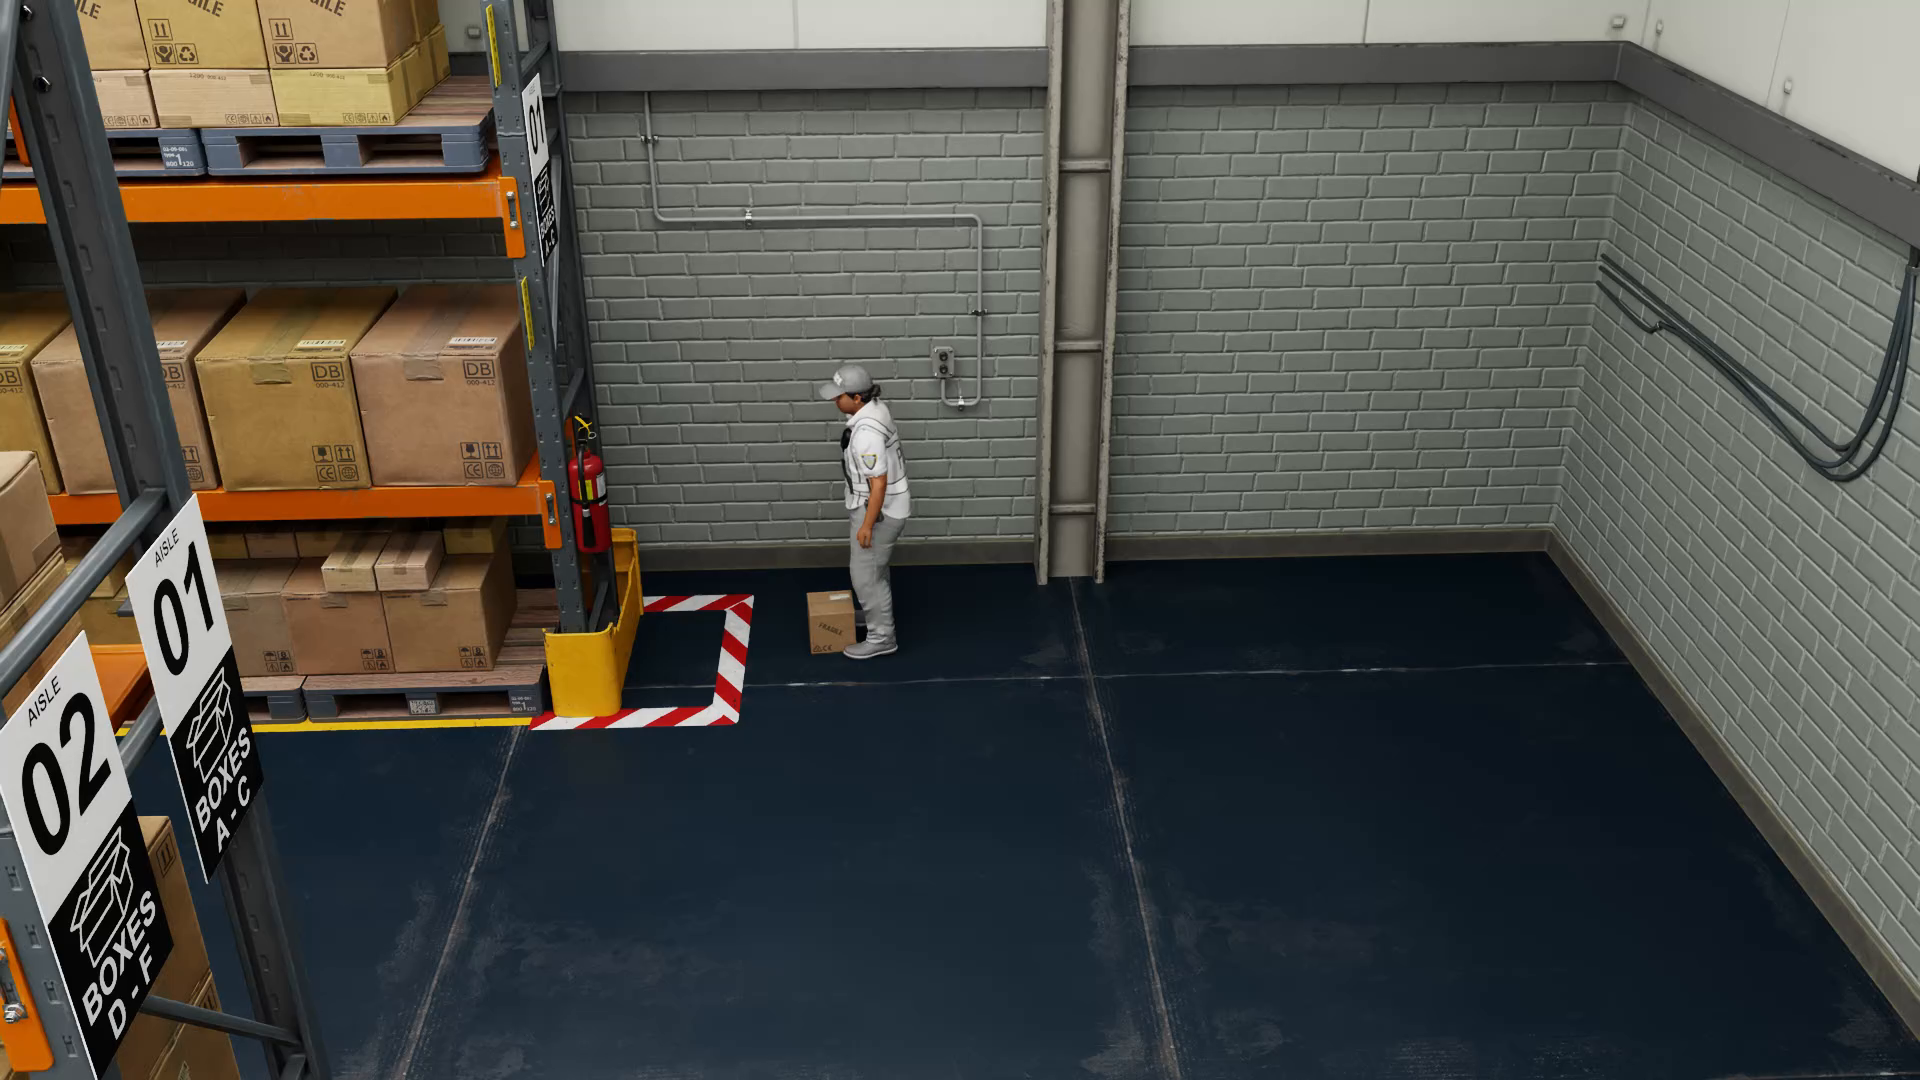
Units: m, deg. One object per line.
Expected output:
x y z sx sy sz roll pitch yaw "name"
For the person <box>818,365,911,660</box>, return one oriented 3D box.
-0.500 -0.174 8.944 0.471 1.666 0.554 -2 28 -4 "person"
